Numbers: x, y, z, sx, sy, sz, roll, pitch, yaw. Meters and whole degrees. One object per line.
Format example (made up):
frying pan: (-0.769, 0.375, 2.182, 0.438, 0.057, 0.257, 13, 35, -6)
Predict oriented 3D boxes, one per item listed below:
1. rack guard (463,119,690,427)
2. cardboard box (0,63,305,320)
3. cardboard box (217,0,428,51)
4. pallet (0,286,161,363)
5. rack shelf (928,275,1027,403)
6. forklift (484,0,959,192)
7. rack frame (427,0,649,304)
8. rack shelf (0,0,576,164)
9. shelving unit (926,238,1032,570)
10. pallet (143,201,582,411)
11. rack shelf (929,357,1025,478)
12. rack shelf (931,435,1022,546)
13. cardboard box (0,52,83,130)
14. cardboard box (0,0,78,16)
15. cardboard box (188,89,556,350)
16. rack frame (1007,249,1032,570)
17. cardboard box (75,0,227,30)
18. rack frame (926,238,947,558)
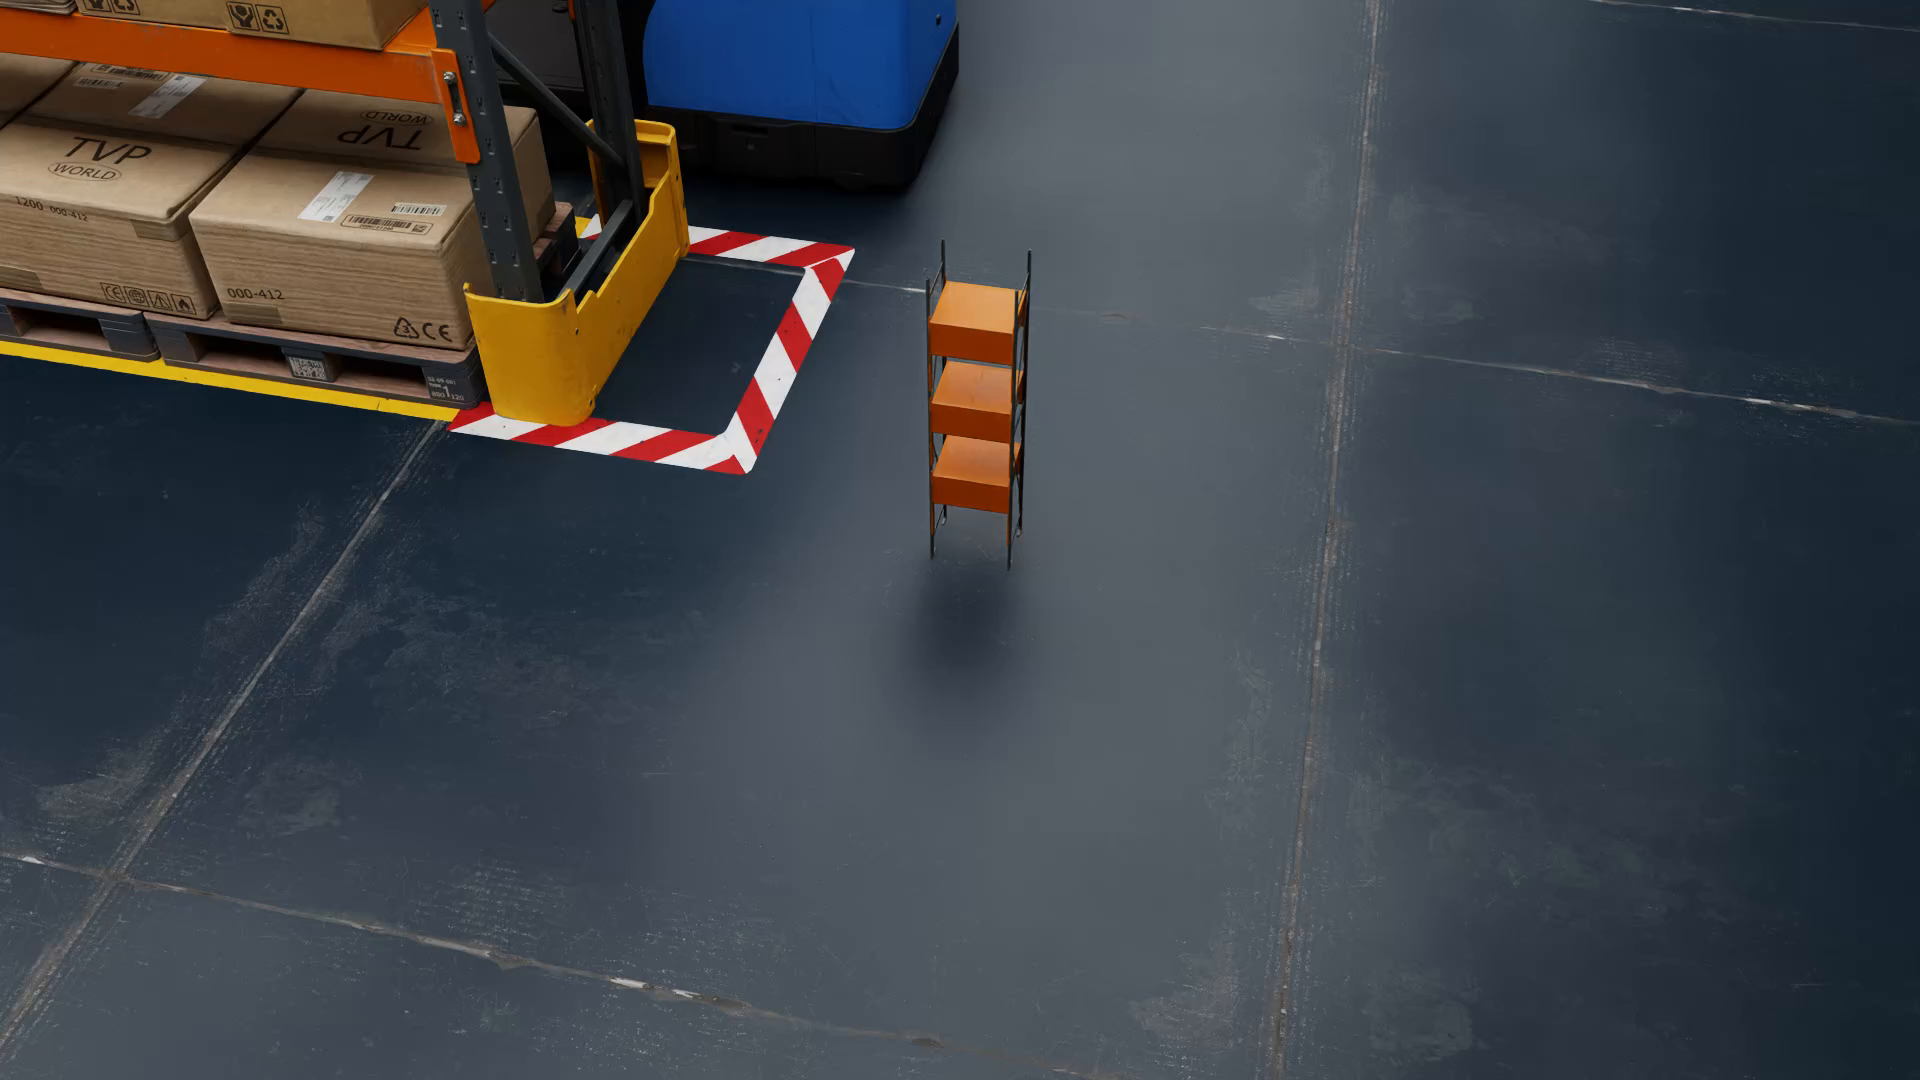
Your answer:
rack guard: (-1.324, -0.977, 5.904, 0.348, 0.500, 1.175, 9, 45, 9)
cardboard box: (-2.908, -1.274, 5.956, 0.875, 0.438, 0.875, 10, 45, 10)
cardboard box: (-1.876, -1.811, 4.896, 0.500, 0.500, 0.500, 9, 45, 9)
pallet: (-3.332, -1.131, 6.273, 1.213, 0.211, 1.003, 9, 45, 9)
rack shelf: (0.052, -0.567, 4.688, 0.240, 0.259, 0.215, 9, 45, 9)
forklift: (-1.575, -2.966, 6.218, 3.031, 2.935, 1.130, 8, 44, 8)
rack frame: (-1.348, -1.881, 5.041, 0.127, 3.000, 1.000, 9, 45, 9)
rack shelf: (-3.299, -1.925, 5.605, 4.000, 0.370, 1.077, 9, 45, 9)
shelving unit: (0.052, -0.370, 4.877, 0.252, 1.050, 0.215, 9, 45, 9)
pallet: (-2.145, -0.944, 6.079, 1.213, 0.211, 1.003, 9, 45, 9)
rack shelf: (0.052, -0.363, 4.885, 0.240, 0.259, 0.215, 9, 45, 9)
rack shelf: (0.052, -0.162, 5.078, 0.240, 0.259, 0.215, 9, 45, 9)
cardboard box: (-3.788, -1.412, 6.099, 0.875, 0.438, 0.875, 8, 44, 8)
cardboard box: (-2.867, -1.968, 5.060, 0.500, 0.500, 0.500, 10, 45, 10)
cardboard box: (-2.014, -1.142, 5.818, 0.875, 0.438, 0.875, 7, 44, 8)
rack frame: (0.171, -0.352, 4.858, 0.008, 1.050, 0.200, 9, 45, 9)
cardboard box: (-2.363, -1.897, 4.986, 0.500, 0.500, 0.500, 8, 44, 8)
rack frame: (-0.067, -0.389, 4.897, 0.008, 1.050, 0.200, 9, 45, 9)
